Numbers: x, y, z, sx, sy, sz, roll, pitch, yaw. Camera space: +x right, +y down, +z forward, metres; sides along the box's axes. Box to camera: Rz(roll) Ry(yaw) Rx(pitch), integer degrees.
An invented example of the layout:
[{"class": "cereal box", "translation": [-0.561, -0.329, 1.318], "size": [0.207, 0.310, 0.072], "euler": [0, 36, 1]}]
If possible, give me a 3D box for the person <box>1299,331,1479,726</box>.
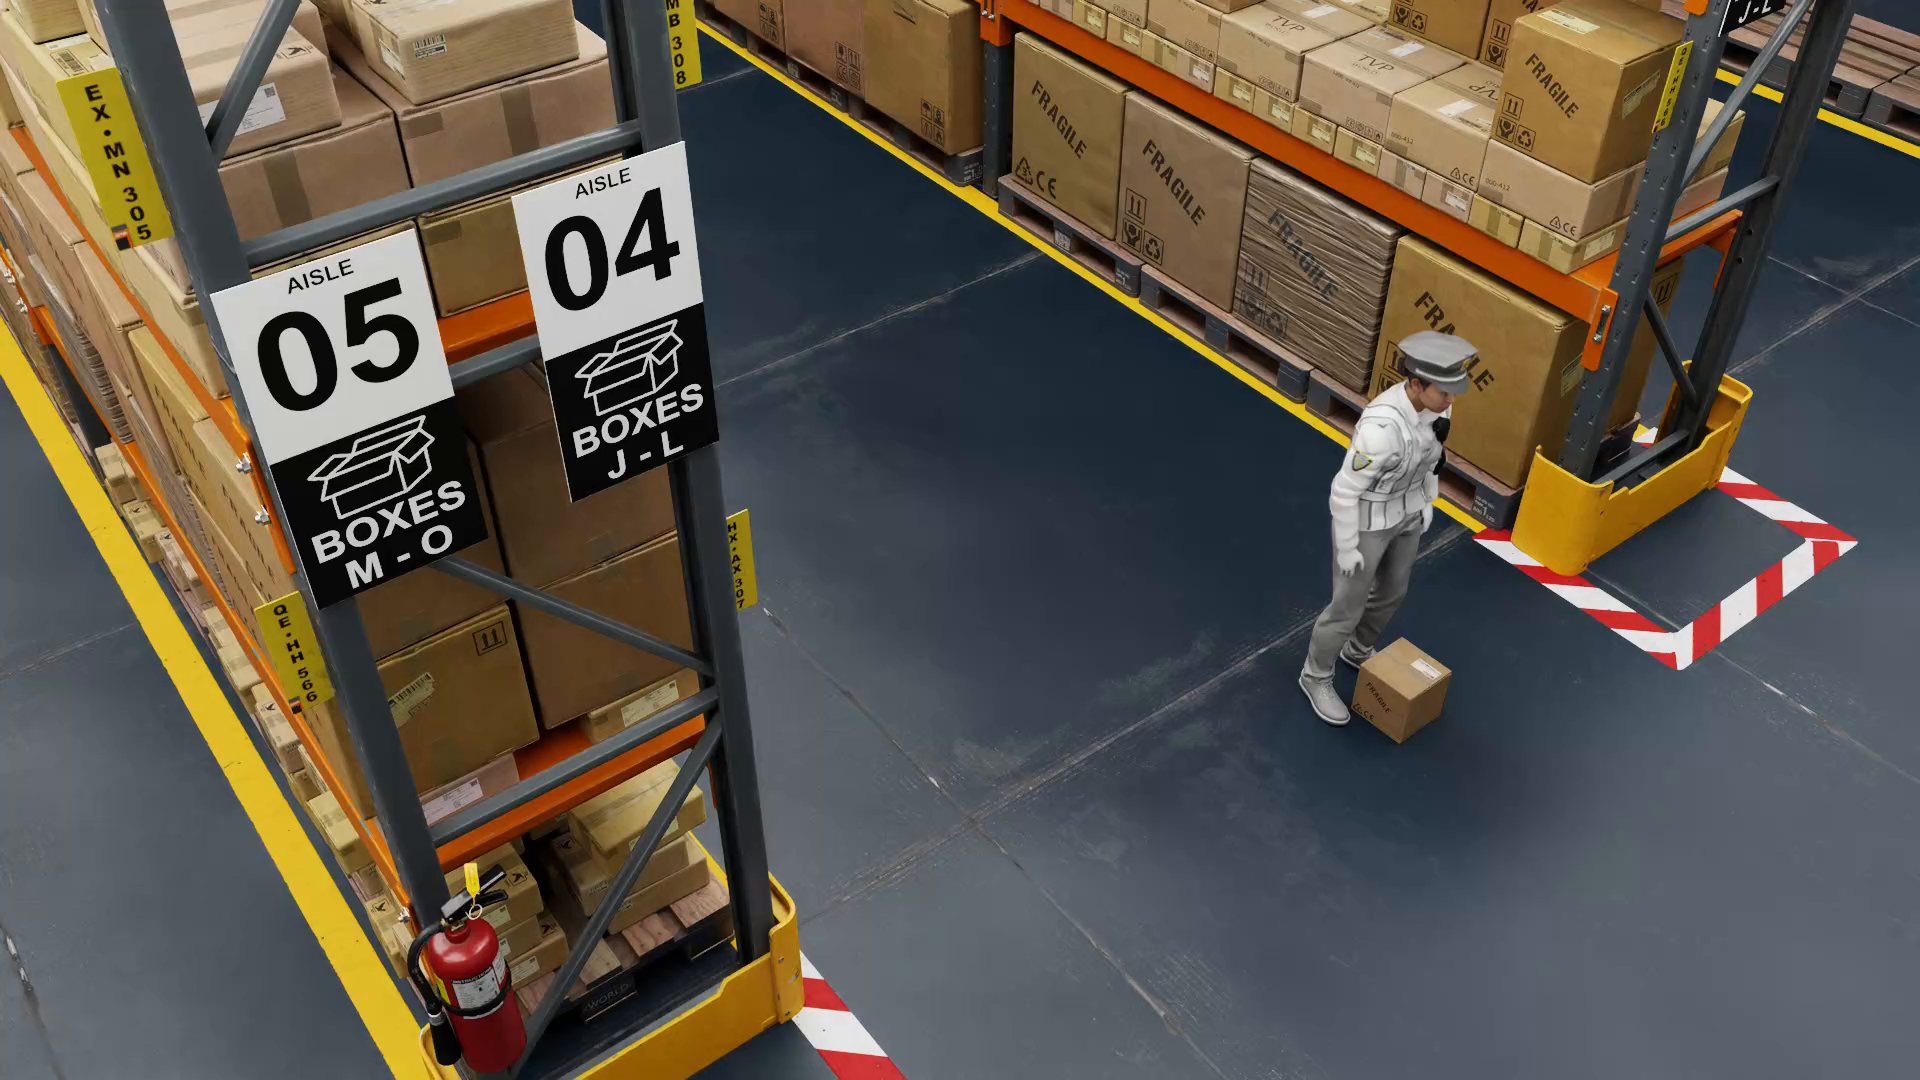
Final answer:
[{"class": "person", "translation": [1.588, -0.064, 6.230], "size": [0.535, 1.663, 0.379], "euler": [-27, 47, -28]}]
